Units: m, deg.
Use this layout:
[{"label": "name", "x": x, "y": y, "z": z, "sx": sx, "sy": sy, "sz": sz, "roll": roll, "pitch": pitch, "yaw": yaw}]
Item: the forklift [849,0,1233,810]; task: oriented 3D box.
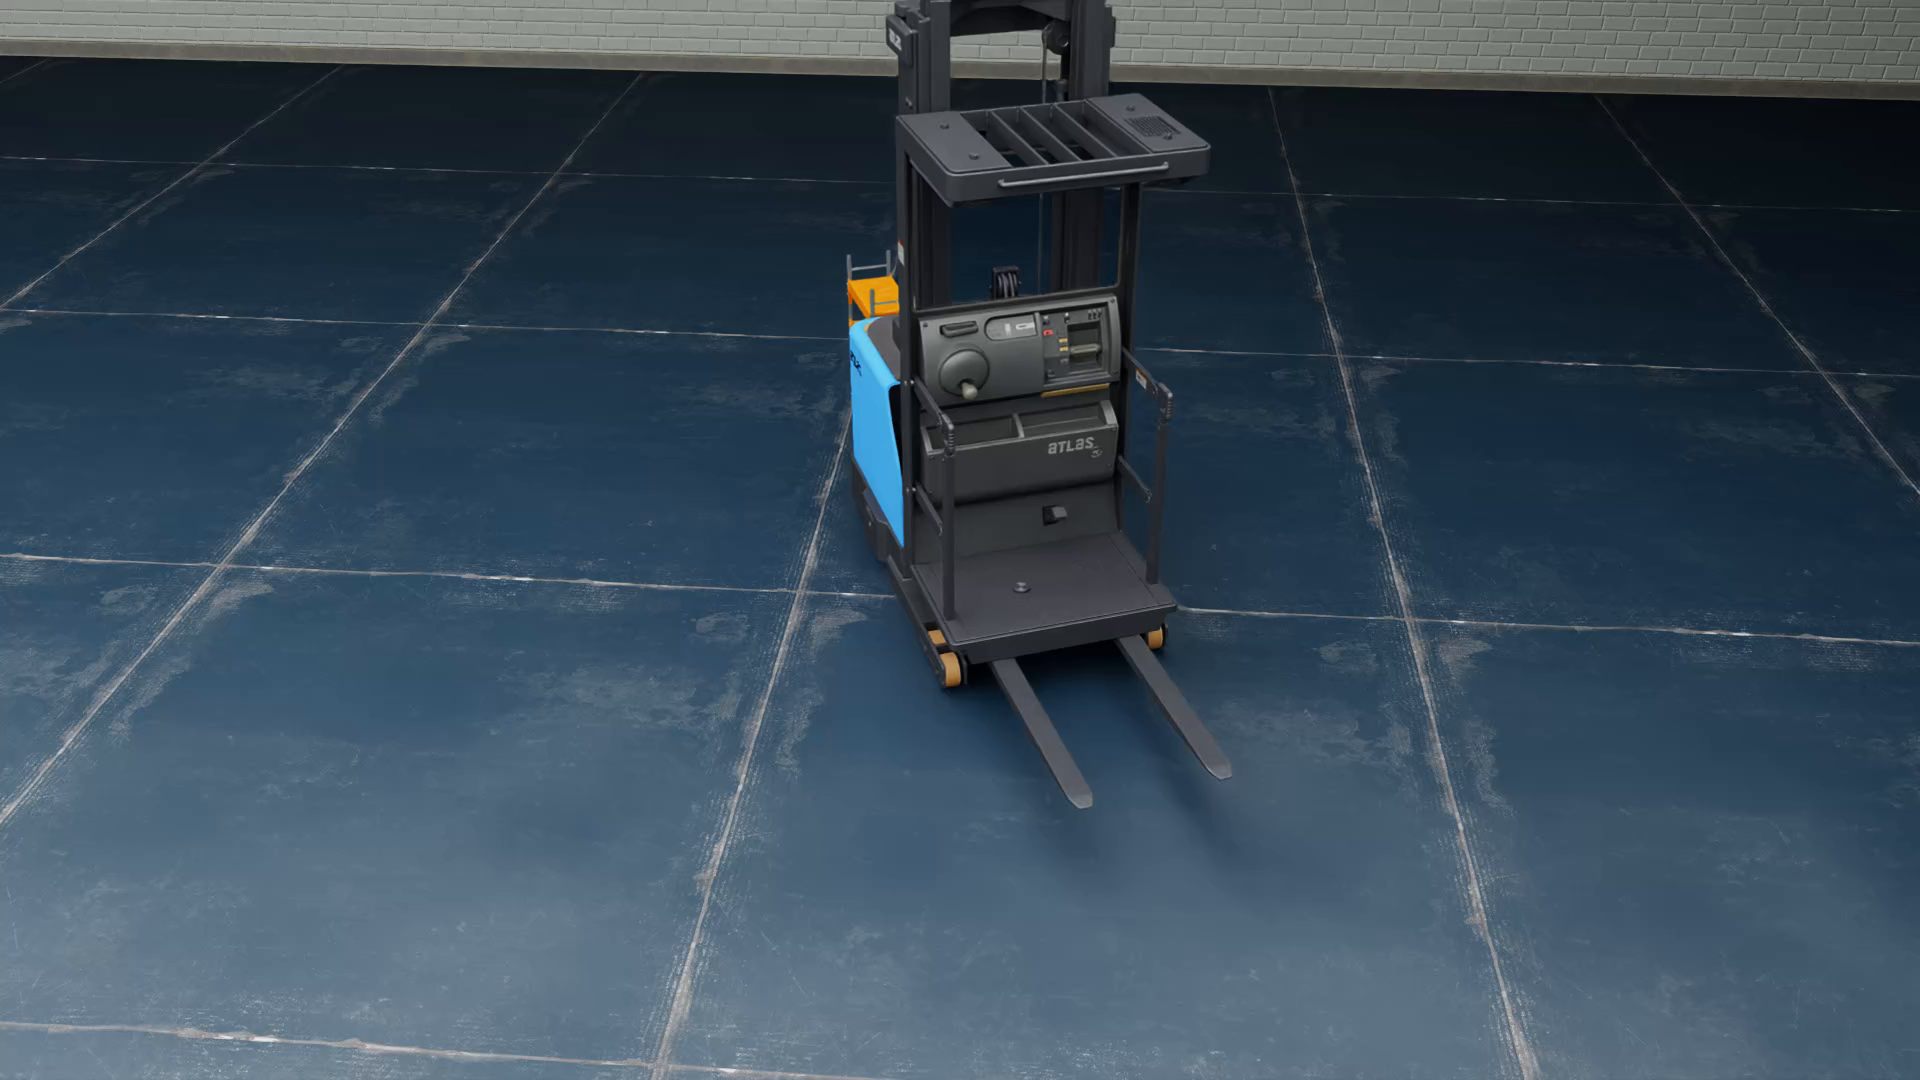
[{"label": "forklift", "x": 0.341, "y": -0.802, "z": 7.257, "sx": 1.130, "sy": 2.935, "sz": 3.031, "roll": -9, "pitch": 33, "yaw": -15}]

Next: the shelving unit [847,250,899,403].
[{"label": "shelving unit", "x": -0.421, "y": -0.918, "z": 9.096, "sx": 0.258, "sy": 1.200, "sz": 0.503, "roll": -9, "pitch": 33, "yaw": -15}]

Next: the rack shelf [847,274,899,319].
[{"label": "rack shelf", "x": -0.421, "y": -1.253, "z": 8.890, "sx": 0.258, "sy": 0.148, "sz": 0.480, "roll": -9, "pitch": 33, "yaw": -15}]

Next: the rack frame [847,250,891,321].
[{"label": "rack frame", "x": -0.494, "y": -1.040, "z": 9.295, "sx": 0.240, "sy": 1.200, "sz": 0.015, "roll": -9, "pitch": 33, "yaw": -15}]

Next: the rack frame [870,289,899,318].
[{"label": "rack frame", "x": -0.349, "y": -0.796, "z": 8.898, "sx": 0.240, "sy": 1.200, "sz": 0.015, "roll": -9, "pitch": 33, "yaw": -15}]

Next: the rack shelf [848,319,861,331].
[{"label": "rack shelf", "x": -0.421, "y": -1.051, "z": 9.014, "sx": 0.258, "sy": 0.148, "sz": 0.480, "roll": -9, "pitch": 33, "yaw": -15}]
